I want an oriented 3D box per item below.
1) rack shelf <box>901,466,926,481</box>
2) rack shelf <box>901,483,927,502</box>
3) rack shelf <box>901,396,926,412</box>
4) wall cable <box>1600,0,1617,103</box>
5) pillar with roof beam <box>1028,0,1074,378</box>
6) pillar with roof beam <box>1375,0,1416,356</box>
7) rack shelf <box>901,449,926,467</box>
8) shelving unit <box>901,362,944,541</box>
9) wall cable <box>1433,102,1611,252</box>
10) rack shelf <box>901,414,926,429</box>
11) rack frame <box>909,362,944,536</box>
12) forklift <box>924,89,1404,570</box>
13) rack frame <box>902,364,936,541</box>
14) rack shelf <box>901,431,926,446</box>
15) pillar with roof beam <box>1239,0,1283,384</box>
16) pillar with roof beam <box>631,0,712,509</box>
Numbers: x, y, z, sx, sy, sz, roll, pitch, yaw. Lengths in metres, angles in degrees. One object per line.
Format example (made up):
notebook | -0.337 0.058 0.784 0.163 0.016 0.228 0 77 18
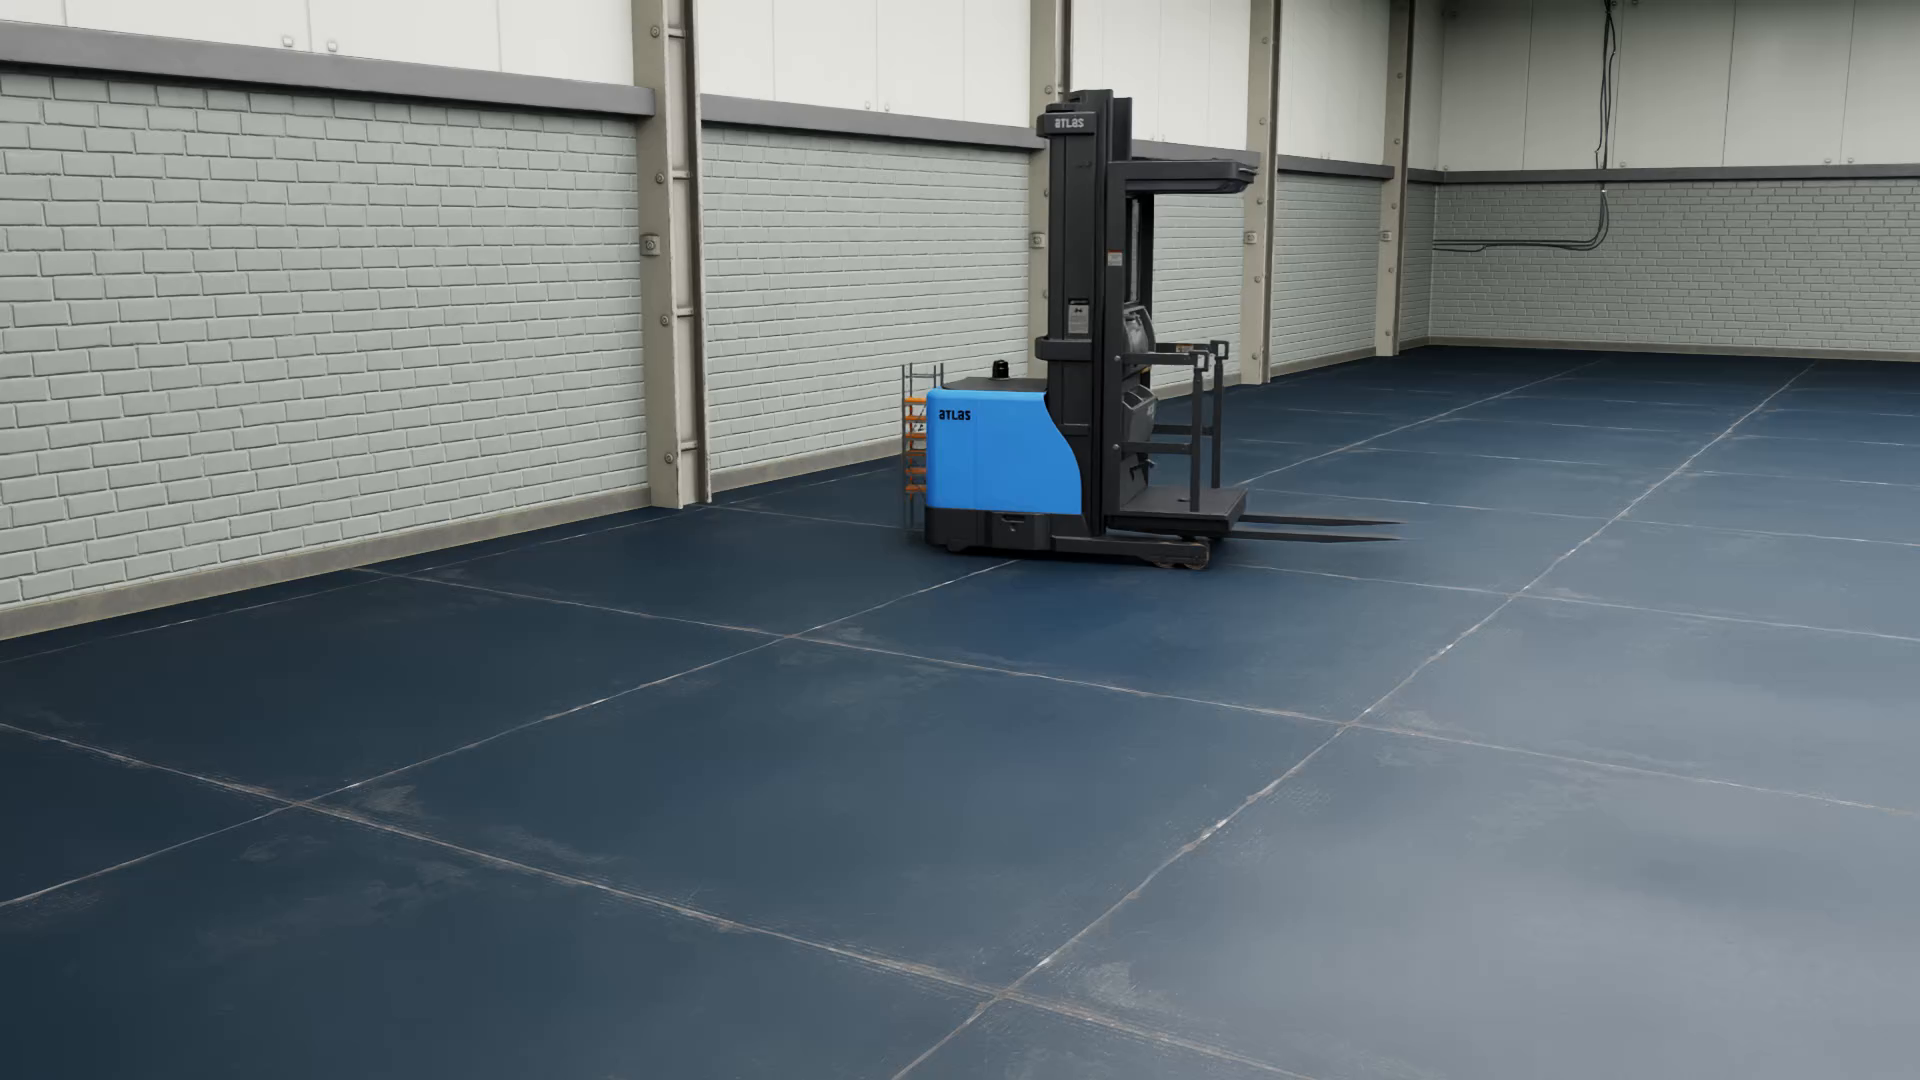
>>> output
rack shelf | -0.251 -0.437 11.334 0.258 0.103 0.180 3 11 14
rack shelf | -0.251 -0.319 11.356 0.258 0.103 0.180 3 11 14
rack shelf | -0.251 -0.908 11.245 0.258 0.103 0.180 3 11 14
wall cable | 12.150 -8.571 27.413 3.097 2.526 0.112 6 12 31
pillar with roof beam | 4.627 -5.238 14.895 9.100 9.000 0.400 6 12 31
pillar with roof beam | 10.857 -7.126 24.975 9.100 9.000 0.400 6 12 31
rack shelf | -0.251 -0.555 11.312 0.258 0.103 0.180 3 11 14
shelving unit | -0.251 -0.598 11.303 0.258 1.200 0.189 3 11 14
wall cable | 9.838 -6.348 29.258 3.097 2.526 0.112 6 12 31
rack shelf | -0.251 -0.790 11.267 0.258 0.103 0.180 3 11 14
rack frame | -0.227 -0.614 11.390 0.240 1.200 0.006 3 11 14
forklift | 1.342 -1.364 10.689 3.031 2.935 1.130 3 11 16
rack frame | -0.274 -0.582 11.216 0.240 1.200 0.006 3 11 14
rack shelf | -0.251 -0.672 11.289 0.258 0.103 0.180 3 11 14
pillar with roof beam | 7.742 -6.182 19.935 9.100 9.000 0.400 6 12 31
pillar with roof beam | 1.512 -4.295 9.854 9.100 9.000 0.400 6 12 31
